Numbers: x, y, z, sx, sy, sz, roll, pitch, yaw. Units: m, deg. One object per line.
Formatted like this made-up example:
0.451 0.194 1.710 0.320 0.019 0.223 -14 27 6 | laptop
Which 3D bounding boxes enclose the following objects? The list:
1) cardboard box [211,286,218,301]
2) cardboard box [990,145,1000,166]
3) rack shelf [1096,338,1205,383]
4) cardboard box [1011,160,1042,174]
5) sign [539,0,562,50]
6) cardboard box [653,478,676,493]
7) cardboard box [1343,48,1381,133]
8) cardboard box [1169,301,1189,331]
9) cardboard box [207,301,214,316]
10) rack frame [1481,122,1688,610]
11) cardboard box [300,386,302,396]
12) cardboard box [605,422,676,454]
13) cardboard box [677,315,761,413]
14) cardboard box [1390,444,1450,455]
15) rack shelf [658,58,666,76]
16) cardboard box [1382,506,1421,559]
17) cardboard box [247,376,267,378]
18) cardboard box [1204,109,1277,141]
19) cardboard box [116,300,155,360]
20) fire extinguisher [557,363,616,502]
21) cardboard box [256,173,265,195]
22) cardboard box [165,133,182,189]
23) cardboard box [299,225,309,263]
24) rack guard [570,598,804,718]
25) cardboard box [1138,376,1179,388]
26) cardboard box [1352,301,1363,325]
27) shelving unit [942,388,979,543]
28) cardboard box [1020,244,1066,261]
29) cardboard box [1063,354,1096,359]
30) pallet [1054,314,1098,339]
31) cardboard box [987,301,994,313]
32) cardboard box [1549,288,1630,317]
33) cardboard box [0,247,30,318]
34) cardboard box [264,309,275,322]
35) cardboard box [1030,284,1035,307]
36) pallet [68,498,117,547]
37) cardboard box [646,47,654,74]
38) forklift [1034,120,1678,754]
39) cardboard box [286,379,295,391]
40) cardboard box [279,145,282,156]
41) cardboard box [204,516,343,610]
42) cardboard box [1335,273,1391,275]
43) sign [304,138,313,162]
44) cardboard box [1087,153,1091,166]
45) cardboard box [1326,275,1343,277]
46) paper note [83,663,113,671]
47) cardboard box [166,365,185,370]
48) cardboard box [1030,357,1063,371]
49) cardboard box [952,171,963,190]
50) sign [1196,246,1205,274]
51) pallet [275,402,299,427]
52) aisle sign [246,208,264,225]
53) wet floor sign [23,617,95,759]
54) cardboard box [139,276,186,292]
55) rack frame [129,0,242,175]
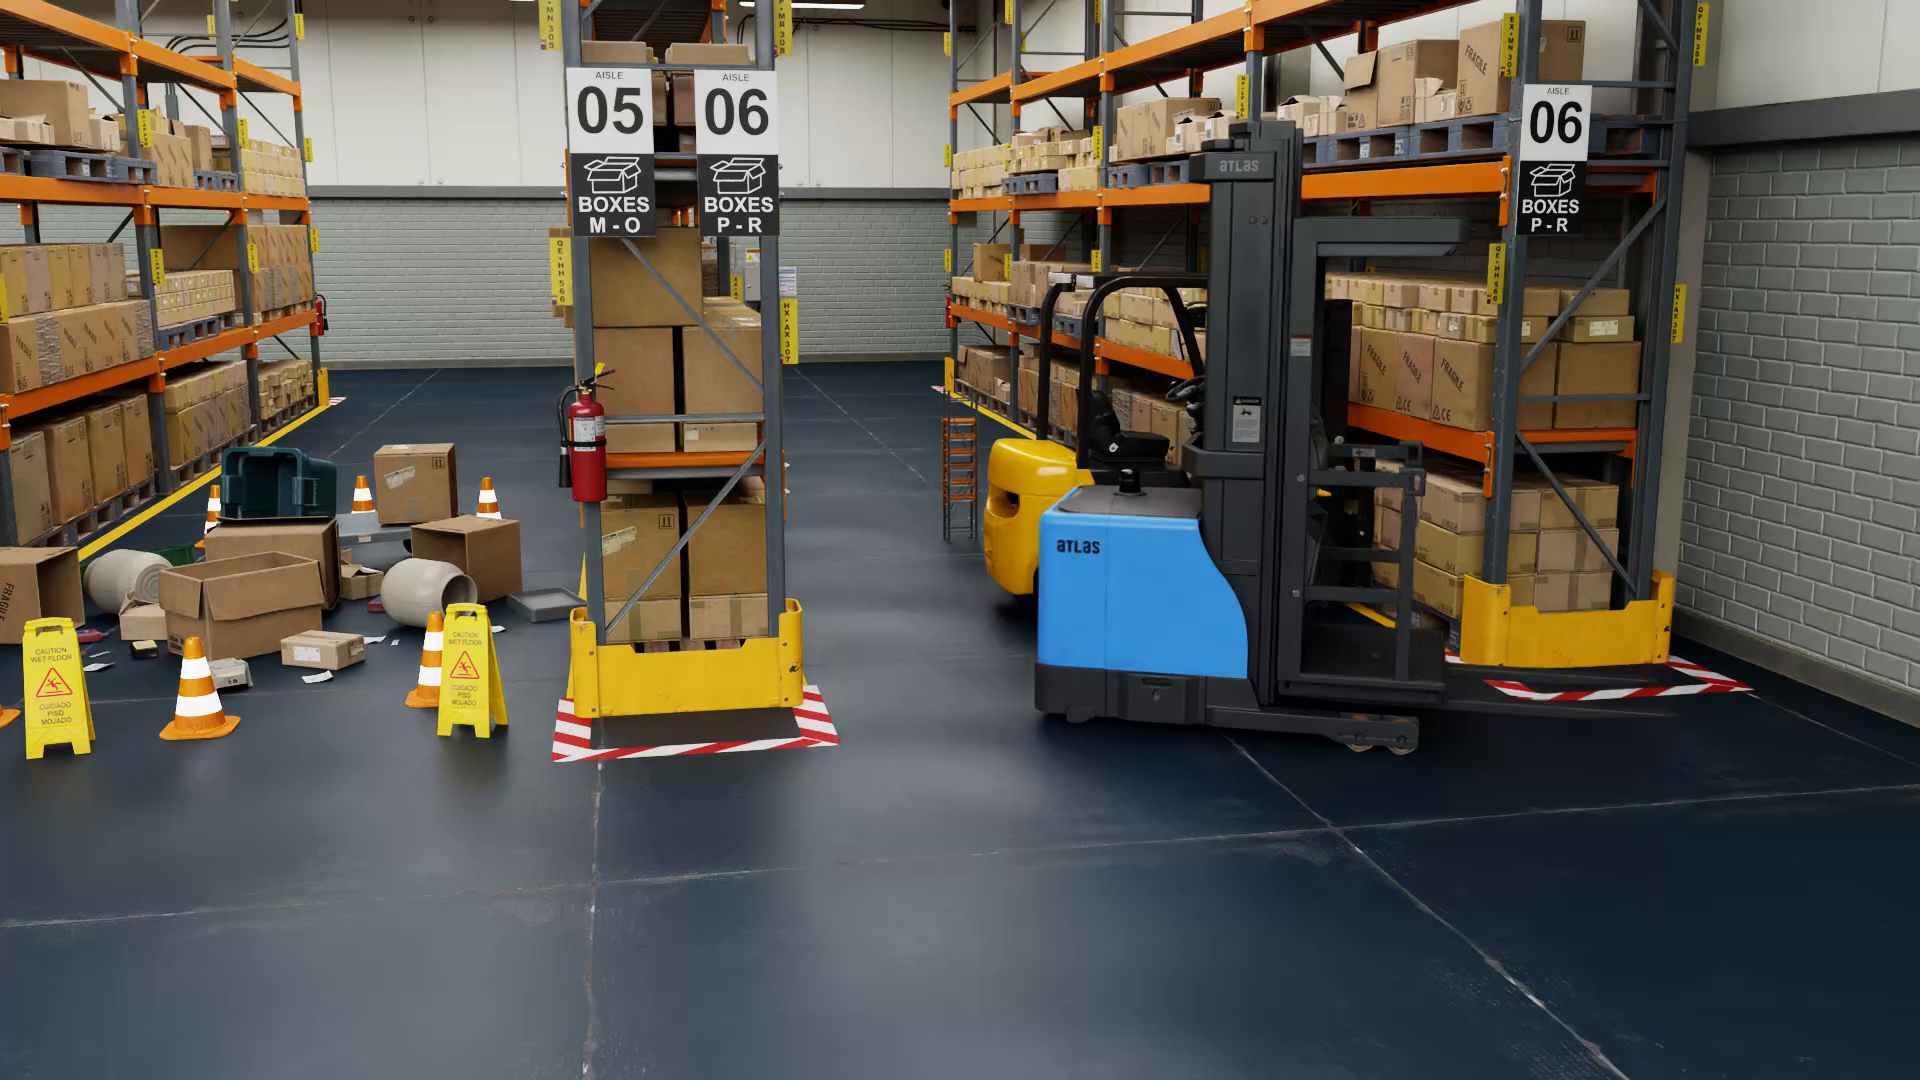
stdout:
-8.144 -2.627 17.730 0.380 0.149 0.250 -2 11 -13 | cardboard box
0.692 -4.956 21.457 0.500 0.250 0.500 -2 11 -12 | cardboard box
2.300 -1.534 15.156 1.077 0.370 4.000 -2 11 -11 | rack shelf
0.818 -4.475 19.945 0.380 0.149 0.250 -2 11 -10 | cardboard box
-1.949 -2.497 7.905 0.100 0.325 0.005 -2 11 -11 | sign
-2.008 -0.155 10.215 0.500 0.500 0.500 -2 11 -12 | cardboard box
2.965 -2.939 10.925 0.797 0.503 0.637 -2 11 -9 | cardboard box
2.142 -1.961 14.541 0.500 0.250 0.500 -2 11 -10 | cardboard box
-8.093 -2.435 17.515 0.380 0.149 0.250 -3 11 -13 | cardboard box
3.467 -0.787 9.307 1.000 3.000 0.127 -2 11 -11 | rack frame
-8.925 -1.963 21.990 0.380 0.149 0.250 -2 11 -11 | cardboard box
-1.683 -0.543 8.698 0.380 0.149 0.250 -2 11 -9 | cardboard box
-1.325 -0.993 9.326 0.500 0.500 0.500 -2 11 -9 | cardboard box
3.279 -0.506 11.390 0.500 0.250 0.500 -2 11 -12 | cardboard box
-3.346 -4.837 17.535 1.077 0.370 4.000 -2 11 -11 | rack shelf
2.979 -0.058 10.373 0.500 0.250 0.500 -2 11 -12 | cardboard box
-8.527 -1.874 19.929 0.380 0.149 0.250 -2 11 -12 | cardboard box
2.310 -3.329 13.492 0.500 0.311 0.500 -2 11 -13 | cardboard box
-7.441 -1.850 14.629 0.500 0.500 0.500 -2 11 -11 | cardboard box
-1.830 -0.530 8.164 0.296 0.674 0.183 -2 11 -11 | fire extinguisher
-8.508 -4.194 19.586 0.500 0.250 0.500 -2 11 -12 | cardboard box
-7.747 -3.603 15.813 0.500 0.500 0.500 -2 11 -11 | cardboard box
-9.015 -3.953 22.206 0.500 0.500 0.500 -2 11 -12 | cardboard box
-1.416 0.609 8.662 1.175 0.500 0.348 -2 11 -11 | rack guard
2.116 -1.658 17.712 0.380 0.149 0.250 -2 11 -8 | cardboard box
2.775 -1.536 11.240 0.380 0.149 0.250 -2 11 -12 | cardboard box
0.003 -0.587 13.070 0.258 1.200 0.189 -2 11 -11 | shelving unit
1.105 -3.711 22.272 0.500 0.500 0.500 -2 11 -13 | cardboard box
1.488 -2.228 20.705 0.380 0.149 0.250 -3 11 -13 | cardboard box
1.711 -2.281 17.674 1.213 0.211 1.003 -2 11 -11 | pallet
0.576 -3.102 22.144 0.380 0.149 0.250 -2 11 -12 | cardboard box
3.612 -1.370 9.574 0.380 0.149 0.250 -2 11 -12 | cardboard box
-7.219 -1.866 12.036 0.700 0.500 0.500 -2 11 -12 | cardboard box
-8.563 -2.739 20.234 0.380 0.149 0.250 -2 11 -10 | cardboard box
1.027 -2.859 19.432 0.396 0.266 0.258 -2 11 -8 | cardboard box
-7.479 -0.134 13.334 1.003 0.211 1.213 -2 11 -11 | pallet
-1.769 -2.447 8.549 0.380 0.149 0.250 -2 11 -10 | cardboard box
1.949 -0.536 8.172 3.031 2.935 1.130 3 11 14 | forklift
-8.718 -1.969 21.228 0.380 0.149 0.250 -2 11 -8 | cardboard box
-8.845 -4.943 21.122 0.380 0.149 0.250 -2 11 -12 | cardboard box
-4.416 0.153 10.684 0.797 0.637 0.503 -2 11 -11 | cardboard box
3.056 -1.939 12.564 0.380 0.149 0.250 -2 11 -13 | cardboard box
-8.800 -5.266 22.453 0.100 0.325 0.005 -2 11 -11 | sign
1.549 -4.003 17.519 0.380 0.149 0.250 -2 11 -10 | cardboard box
2.608 -1.823 11.953 0.380 0.149 0.250 -2 11 -10 | cardboard box
-4.868 0.711 9.385 0.144 0.017 0.142 2 11 9 | paper note
-8.580 -1.712 17.724 0.500 0.250 0.500 -2 11 -9 | cardboard box
1.072 -2.161 20.356 0.380 0.149 0.250 -2 11 -13 | cardboard box
0.174 -5.176 23.951 0.500 0.250 0.500 -2 11 -12 | cardboard box
2.455 -2.843 17.017 0.100 0.325 0.005 -2 11 -11 | sign
-8.977 -1.584 20.954 1.003 0.211 1.213 -2 11 -11 | pallet
-9.657 -4.621 22.500 0.394 0.787 0.004 -2 11 -11 | aisle sign
-4.289 0.683 7.882 0.267 0.644 0.232 -4 12 -21 | wet floor sign
-7.896 -2.534 16.443 0.380 0.149 0.250 -2 11 -8 | cardboard box
-8.571 -5.555 18.314 1.000 3.000 0.127 -2 11 -11 | rack frame
